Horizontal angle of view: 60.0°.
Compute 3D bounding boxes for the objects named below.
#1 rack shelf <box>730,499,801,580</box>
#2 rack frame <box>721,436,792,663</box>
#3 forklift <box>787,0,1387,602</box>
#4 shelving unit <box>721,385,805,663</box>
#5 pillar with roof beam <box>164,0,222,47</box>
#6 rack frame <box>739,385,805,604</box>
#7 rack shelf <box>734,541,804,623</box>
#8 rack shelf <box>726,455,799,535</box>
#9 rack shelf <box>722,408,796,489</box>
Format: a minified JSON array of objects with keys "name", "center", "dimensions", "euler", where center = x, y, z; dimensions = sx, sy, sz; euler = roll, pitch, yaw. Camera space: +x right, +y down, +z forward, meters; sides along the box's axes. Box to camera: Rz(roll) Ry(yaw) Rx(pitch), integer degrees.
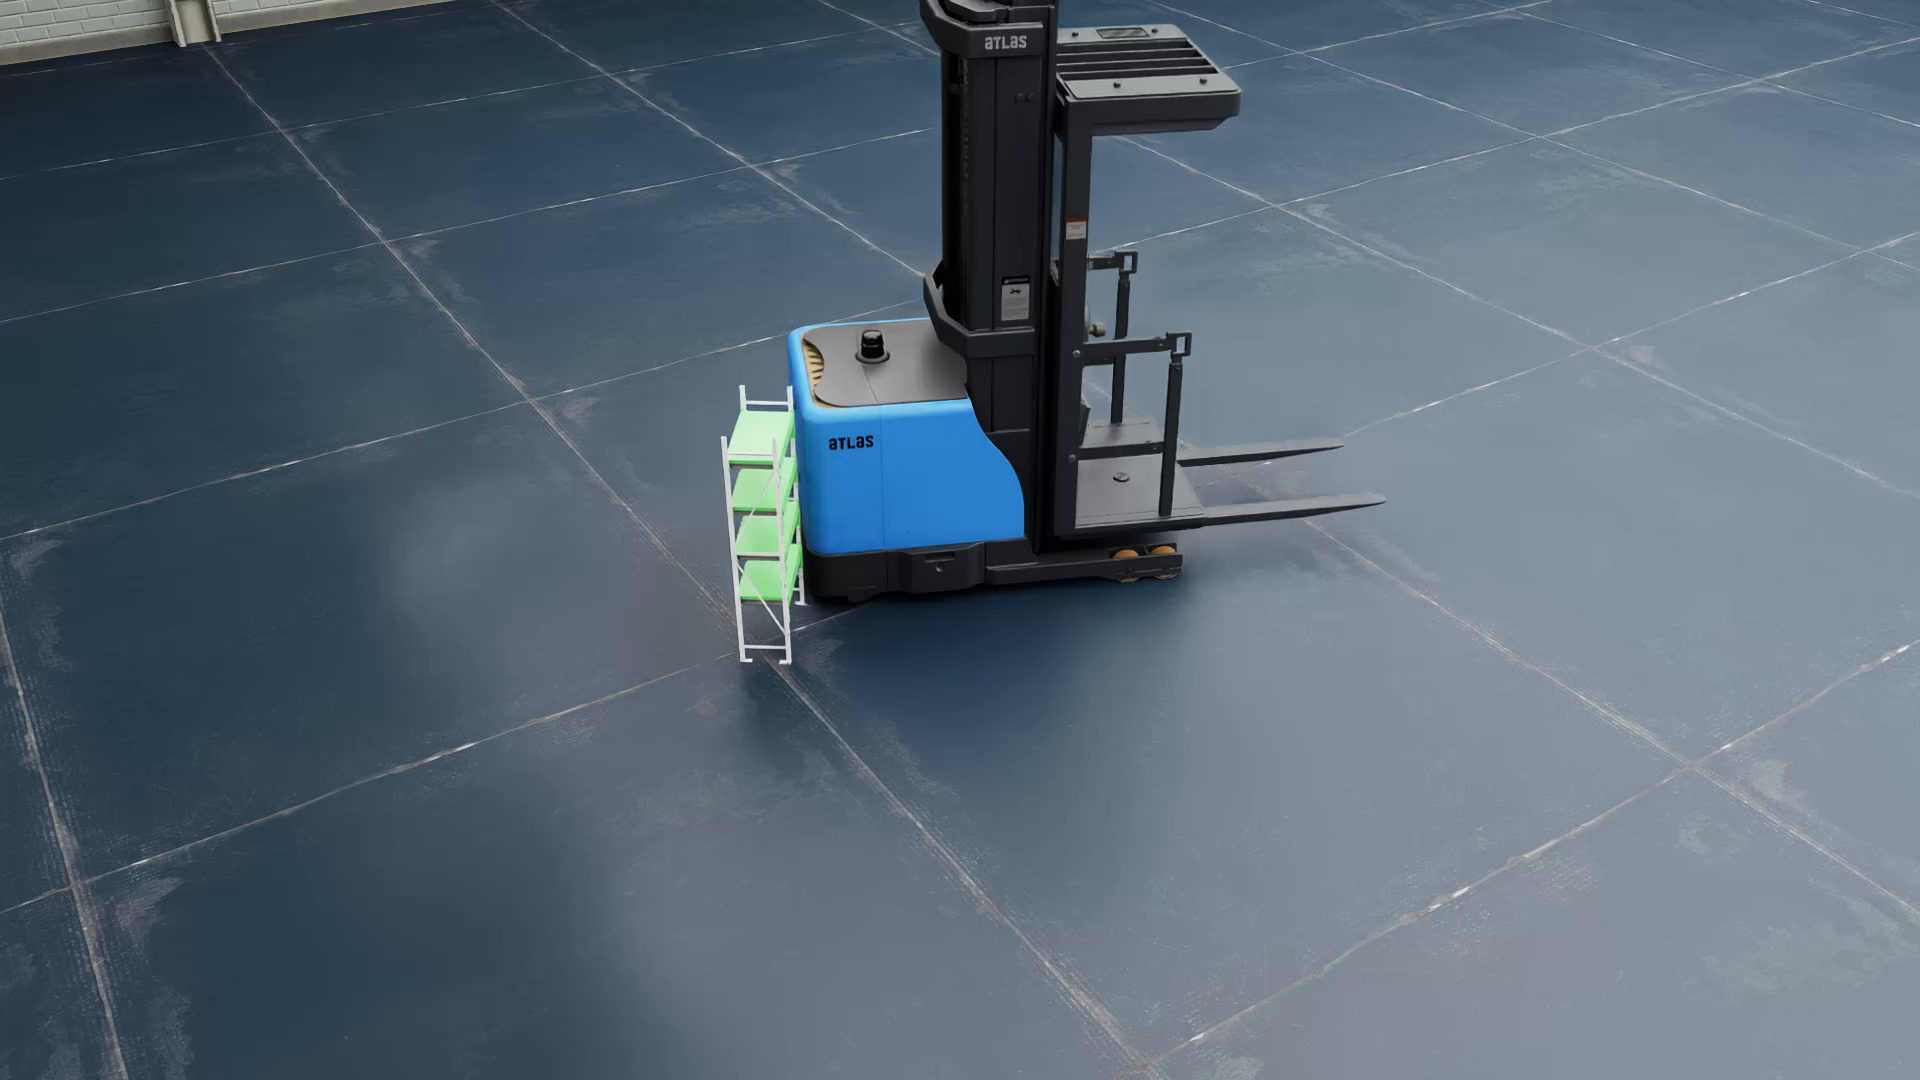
[{"name":"rack shelf","center":[-0.902,-0.011,7.763],"dimensions":[0.258,0.148,0.480],"euler":[2,32,2]},{"name":"rack frame","center":[-0.914,0.065,7.522],"dimensions":[0.240,1.200,0.015],"euler":[2,32,2]},{"name":"forklift","center":[0.676,-1.297,8.060],"dimensions":[3.031,2.935,1.130],"euler":[-5,33,-8]},{"name":"shelving unit","center":[-0.902,-0.065,7.729],"dimensions":[0.258,1.200,0.503],"euler":[2,32,2]},{"name":"pillar with roof beam","center":[-5.327,-6.896,11.247],"dimensions":[0.400,9.000,9.100],"euler":[-19,37,-27]},{"name":"rack frame","center":[-0.890,-0.195,7.935],"dimensions":[0.240,1.200,0.015],"euler":[2,32,2]},{"name":"rack shelf","center":[-0.902,0.192,7.891],"dimensions":[0.258,0.148,0.480],"euler":[2,32,2]},{"name":"rack shelf","center":[-0.902,-0.214,7.635],"dimensions":[0.258,0.148,0.480],"euler":[2,32,2]},{"name":"rack shelf","center":[-0.902,-0.417,7.507],"dimensions":[0.258,0.148,0.480],"euler":[2,32,2]}]
